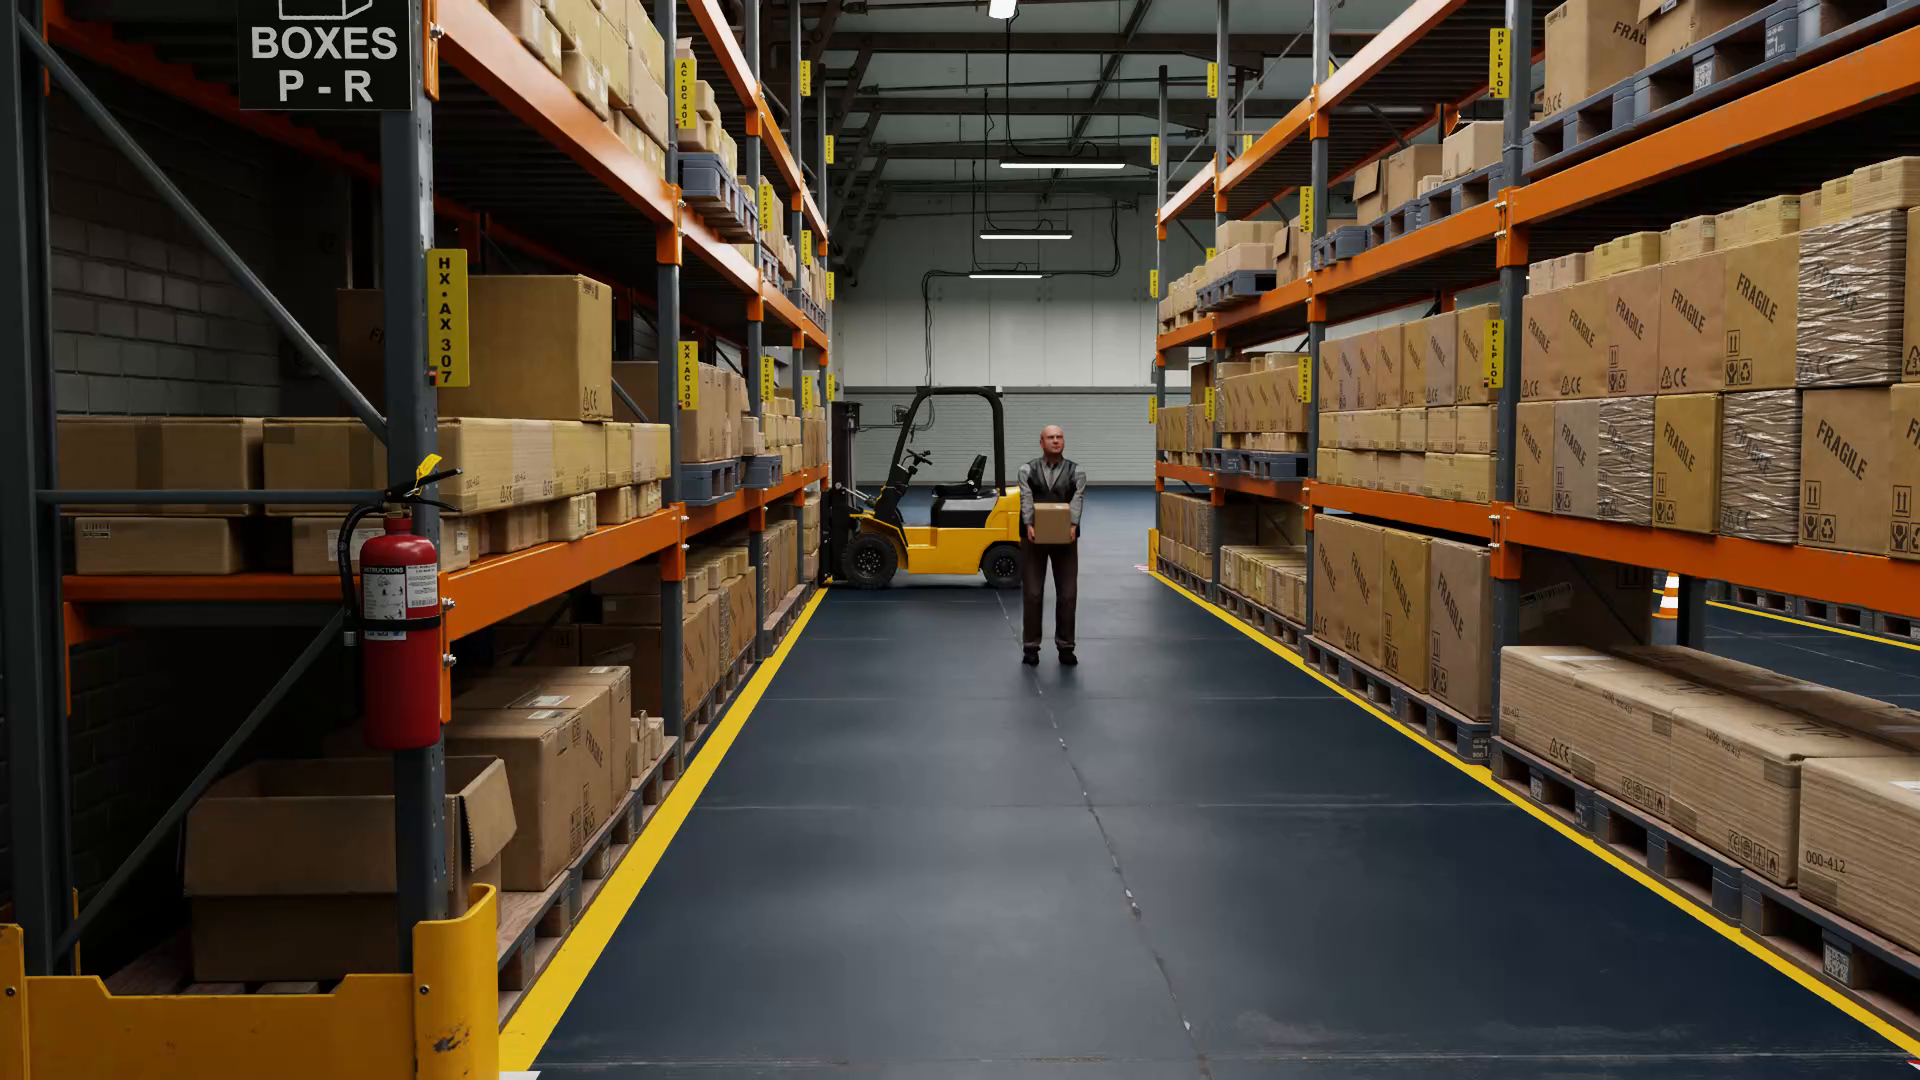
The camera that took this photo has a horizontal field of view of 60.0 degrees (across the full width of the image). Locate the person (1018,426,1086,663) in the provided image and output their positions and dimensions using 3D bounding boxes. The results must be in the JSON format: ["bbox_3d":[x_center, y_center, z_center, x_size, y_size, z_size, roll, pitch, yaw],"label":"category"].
[{"bbox_3d":[0.667,0.034,11.956,0.494,1.711,0.559,0,4,0],"label":"person"}]
